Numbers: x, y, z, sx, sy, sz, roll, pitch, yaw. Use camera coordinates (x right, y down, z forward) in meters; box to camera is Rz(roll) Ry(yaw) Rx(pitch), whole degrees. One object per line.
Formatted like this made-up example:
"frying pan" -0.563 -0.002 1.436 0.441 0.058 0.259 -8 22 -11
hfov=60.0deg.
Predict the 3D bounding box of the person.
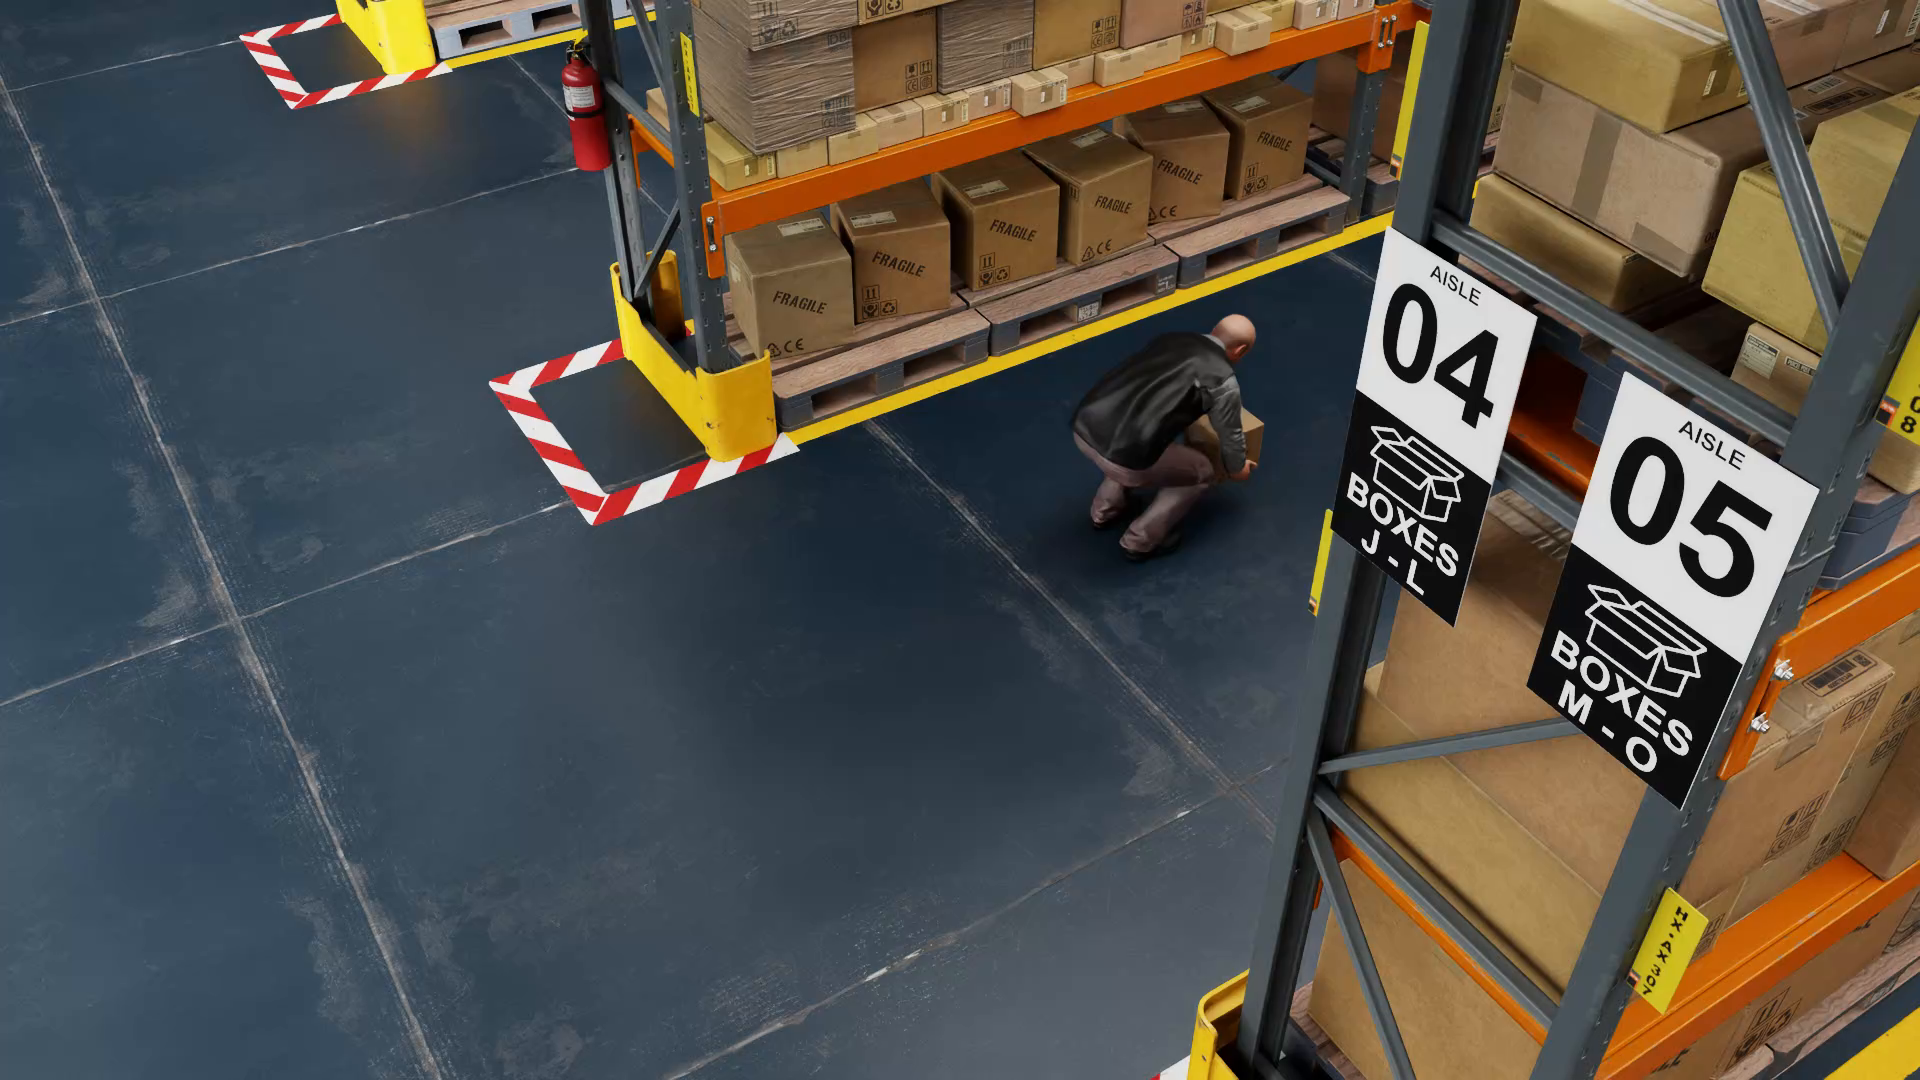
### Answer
"person" 0.907 -0.444 7.296 0.923 0.947 0.518 -24 46 -25
